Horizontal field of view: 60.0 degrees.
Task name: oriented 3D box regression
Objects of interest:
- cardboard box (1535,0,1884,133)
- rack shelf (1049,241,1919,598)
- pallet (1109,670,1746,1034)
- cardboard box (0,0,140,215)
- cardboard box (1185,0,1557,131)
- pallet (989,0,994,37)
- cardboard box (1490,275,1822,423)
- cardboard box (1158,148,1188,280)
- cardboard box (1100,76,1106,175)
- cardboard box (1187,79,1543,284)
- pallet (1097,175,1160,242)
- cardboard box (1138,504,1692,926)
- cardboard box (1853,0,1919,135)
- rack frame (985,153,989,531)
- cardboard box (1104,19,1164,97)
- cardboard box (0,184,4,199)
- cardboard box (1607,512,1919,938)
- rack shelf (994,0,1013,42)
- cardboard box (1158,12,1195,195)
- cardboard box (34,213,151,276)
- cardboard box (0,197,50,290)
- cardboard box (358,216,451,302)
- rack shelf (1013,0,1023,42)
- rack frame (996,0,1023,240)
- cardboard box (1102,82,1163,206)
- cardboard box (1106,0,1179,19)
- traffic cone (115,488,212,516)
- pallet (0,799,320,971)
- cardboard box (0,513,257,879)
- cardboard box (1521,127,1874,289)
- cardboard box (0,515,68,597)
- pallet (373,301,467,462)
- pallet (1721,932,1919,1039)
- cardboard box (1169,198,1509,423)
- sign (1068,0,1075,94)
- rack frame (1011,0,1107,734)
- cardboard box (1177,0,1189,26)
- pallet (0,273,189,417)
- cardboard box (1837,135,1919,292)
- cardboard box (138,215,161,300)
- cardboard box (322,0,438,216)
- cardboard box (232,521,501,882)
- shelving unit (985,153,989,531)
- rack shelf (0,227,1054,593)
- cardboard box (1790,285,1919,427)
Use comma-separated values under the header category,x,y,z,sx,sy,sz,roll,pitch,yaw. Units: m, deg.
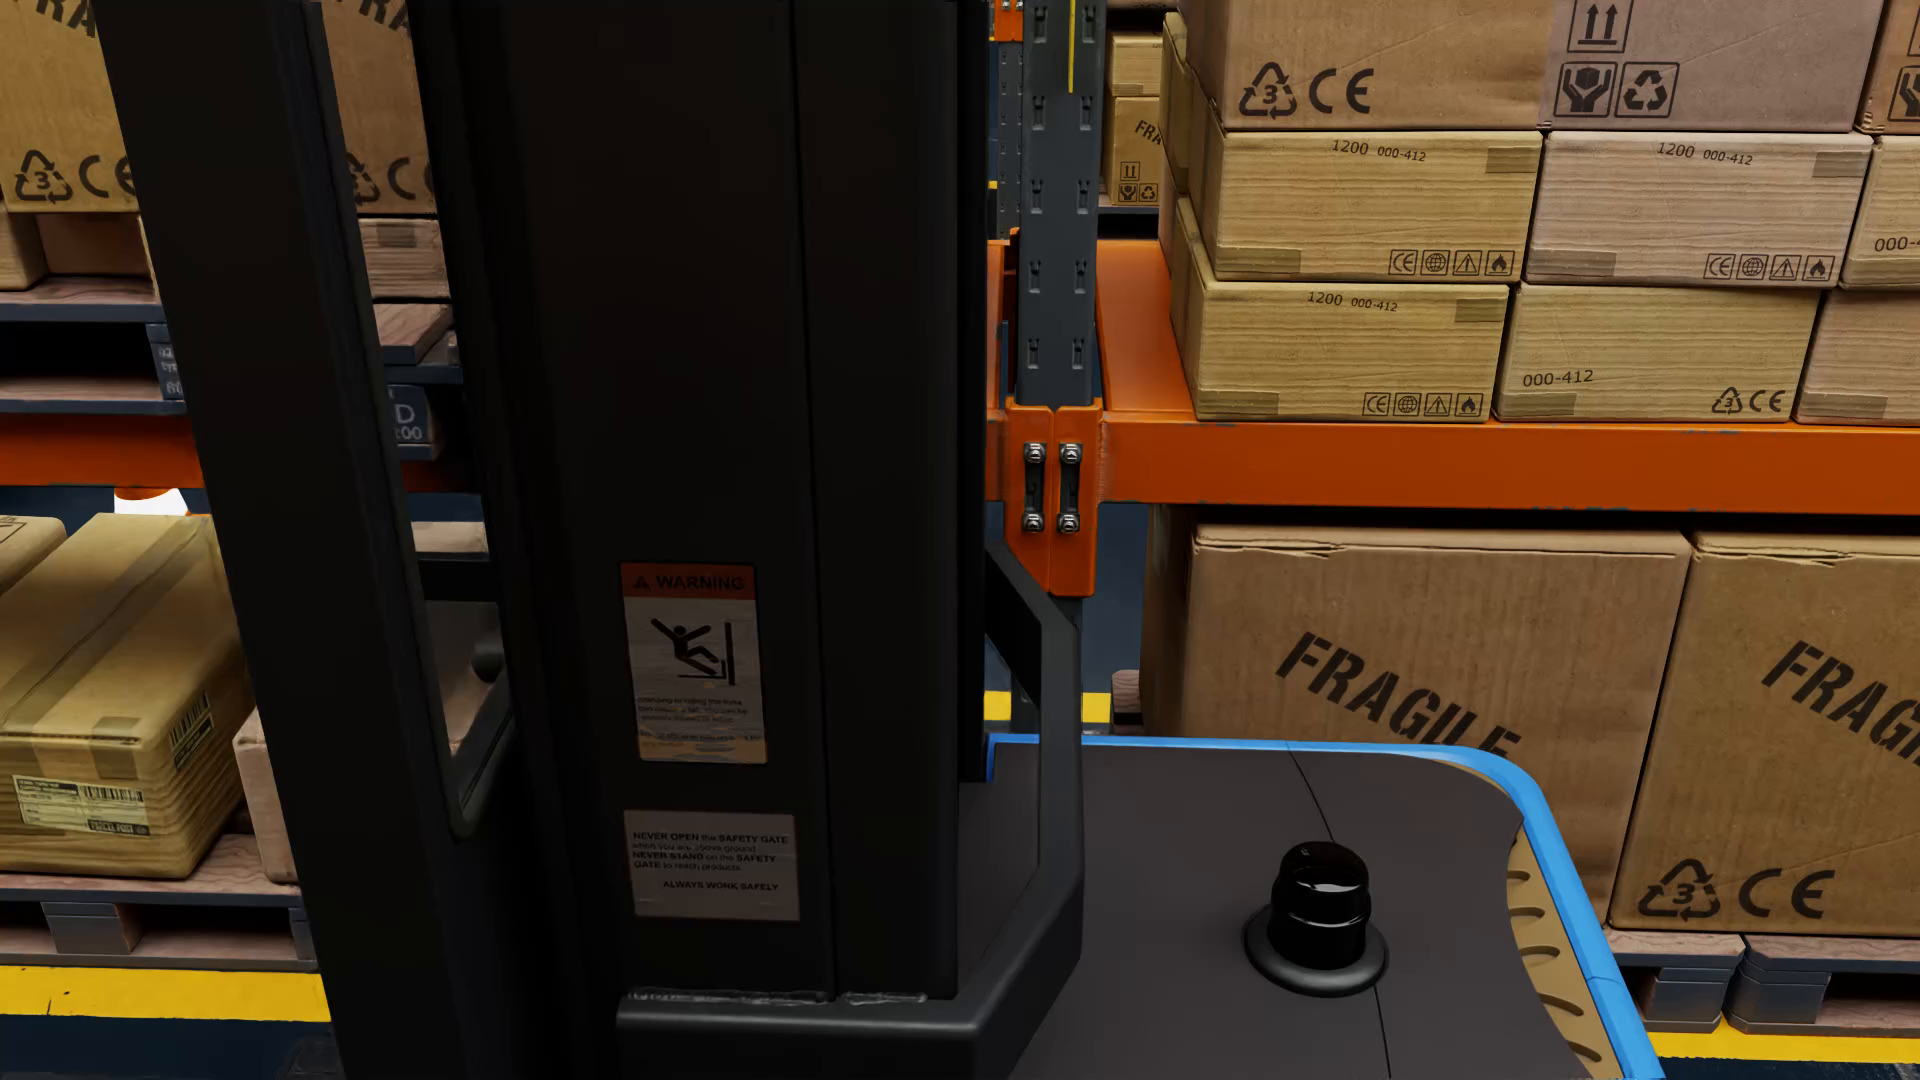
category,x,y,z,sx,sy,sz,roll,pitch,yaw
cardboard box,1.159,-0.978,2.718,0.500,0.500,0.500,1,28,2
rack shelf,2.178,-0.267,3.320,4.000,0.370,1.077,1,28,2
pallet,0.964,0.662,3.776,1.213,0.211,1.003,1,28,2
cardboard box,-1.307,-0.868,2.812,0.500,0.500,0.500,-1,28,-2
cardboard box,0.663,-0.982,2.725,0.500,0.500,0.500,0,28,0
pallet,-0.252,-4.039,12.643,1.213,0.211,1.003,1,28,2
cardboard box,1.173,-0.426,3.011,0.500,0.250,0.500,0,28,0
cardboard box,0.694,-0.665,3.462,0.500,0.250,0.500,0,28,0
cardboard box,0.920,-2.130,8.285,0.500,0.500,0.500,1,28,2
cardboard box,0.677,-0.649,2.898,0.500,0.250,0.500,1,28,1
pallet,1.034,-1.691,8.215,1.213,0.211,1.003,1,28,2
cardboard box,0.866,0.185,3.518,0.875,0.875,0.875,1,28,1
cardboard box,1.676,-0.962,2.688,0.500,0.500,0.500,2,28,3
rack frame,0.077,-0.529,4.967,0.006,1.200,0.240,1,28,2
cardboard box,0.933,-2.225,7.664,0.500,0.250,0.500,0,28,-1
cardboard box,-1.852,-0.878,2.830,0.500,0.500,0.500,0,28,0
cardboard box,1.758,0.202,3.487,0.875,0.875,0.875,1,28,2
rack shelf,-1.746,-2.652,7.819,4.000,0.370,1.077,1,28,2
cardboard box,0.672,-0.884,3.341,0.500,0.250,0.500,1,28,2
cardboard box,-1.454,-0.611,3.020,0.250,0.149,0.380,1,28,2
cardboard box,-1.708,-0.577,2.955,0.250,0.149,0.380,0,28,0
cardboard box,-0.932,-0.550,2.904,0.250,0.149,0.380,0,28,-1
rack shelf,2.251,-2.586,7.694,4.000,0.370,1.077,1,28,2
rack frame,0.253,-2.937,7.588,0.127,3.000,1.000,1,28,2
cardboard box,0.951,-1.887,7.828,0.500,0.500,0.500,0,28,0
cardboard box,0.945,-2.461,8.109,0.500,0.250,0.500,0,28,1
traffic cone,-2.530,-0.198,5.130,0.334,0.463,0.336,1,28,2
pallet,-1.818,0.579,3.933,1.213,0.211,1.003,1,28,2
cardboard box,-1.881,0.319,3.802,0.625,0.372,0.950,2,28,3
cardboard box,1.193,-0.640,2.881,0.500,0.250,0.500,2,28,3
cardboard box,-2.576,0.309,3.822,0.625,0.372,0.950,3,28,5
pallet,-0.537,-0.496,3.187,1.003,0.211,1.213,1,28,2
pallet,2.180,0.683,3.735,1.213,0.211,1.003,1,28,2
cardboard box,0.659,-0.426,3.012,0.500,0.250,0.500,0,28,1
sign,0.169,-0.841,2.482,0.005,0.325,0.100,1,28,2
rack frame,0.179,-0.618,3.214,0.127,3.000,1.000,1,28,2
cardboard box,0.705,-1.218,3.171,0.500,0.500,0.500,0,28,0
pallet,-1.801,-0.547,3.284,1.213,0.211,1.003,1,28,2
cardboard box,1.691,-0.626,2.854,0.500,0.250,0.500,1,28,2
cardboard box,-1.208,-0.548,2.901,0.250,0.149,0.380,1,28,3
cardboard box,-0.802,-0.860,2.798,0.500,0.500,0.500,1,28,1
cardboard box,-1.123,0.335,3.773,0.625,0.372,0.950,0,28,1
shelving unit,-0.014,-0.530,4.969,0.189,1.200,0.258,1,28,2
rack shelf,-1.820,-0.334,3.445,4.000,0.370,1.077,1,28,2
cardboard box,1.697,-0.415,2.990,0.500,0.250,0.500,2,28,3
